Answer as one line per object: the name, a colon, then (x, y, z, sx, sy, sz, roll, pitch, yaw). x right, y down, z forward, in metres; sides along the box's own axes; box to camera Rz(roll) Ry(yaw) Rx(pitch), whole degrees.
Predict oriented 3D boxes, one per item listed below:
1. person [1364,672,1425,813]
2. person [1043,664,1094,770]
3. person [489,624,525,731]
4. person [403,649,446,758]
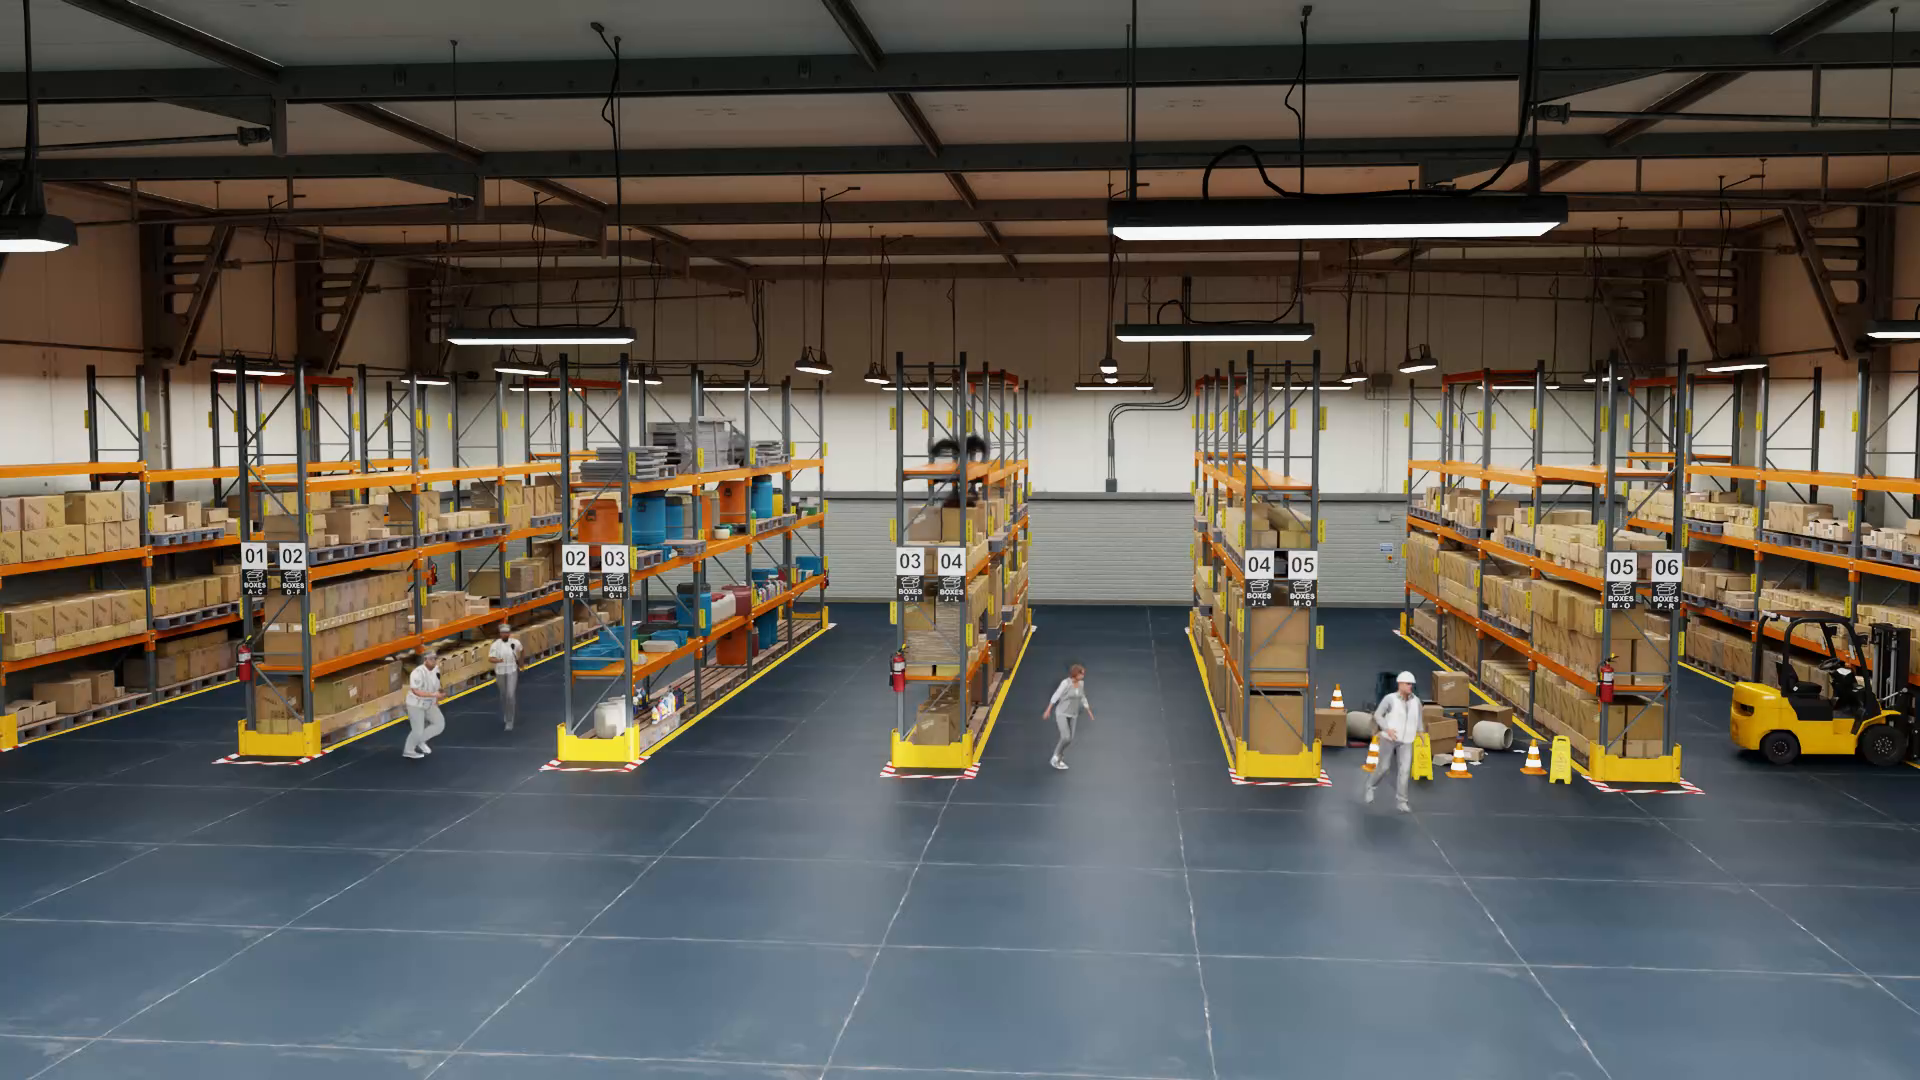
person: (5.674, 2.566, 21.412, 0.689, 1.753, 0.933, -1, 4, -9)
person: (1.561, 2.537, 23.857, 0.560, 1.546, 0.588, -3, 5, -38)
person: (-7.424, 2.223, 27.243, 0.523, 1.750, 0.847, 0, 4, -4)
person: (-7.918, 2.421, 24.668, 0.830, 1.659, 0.674, 2, 4, 25)
